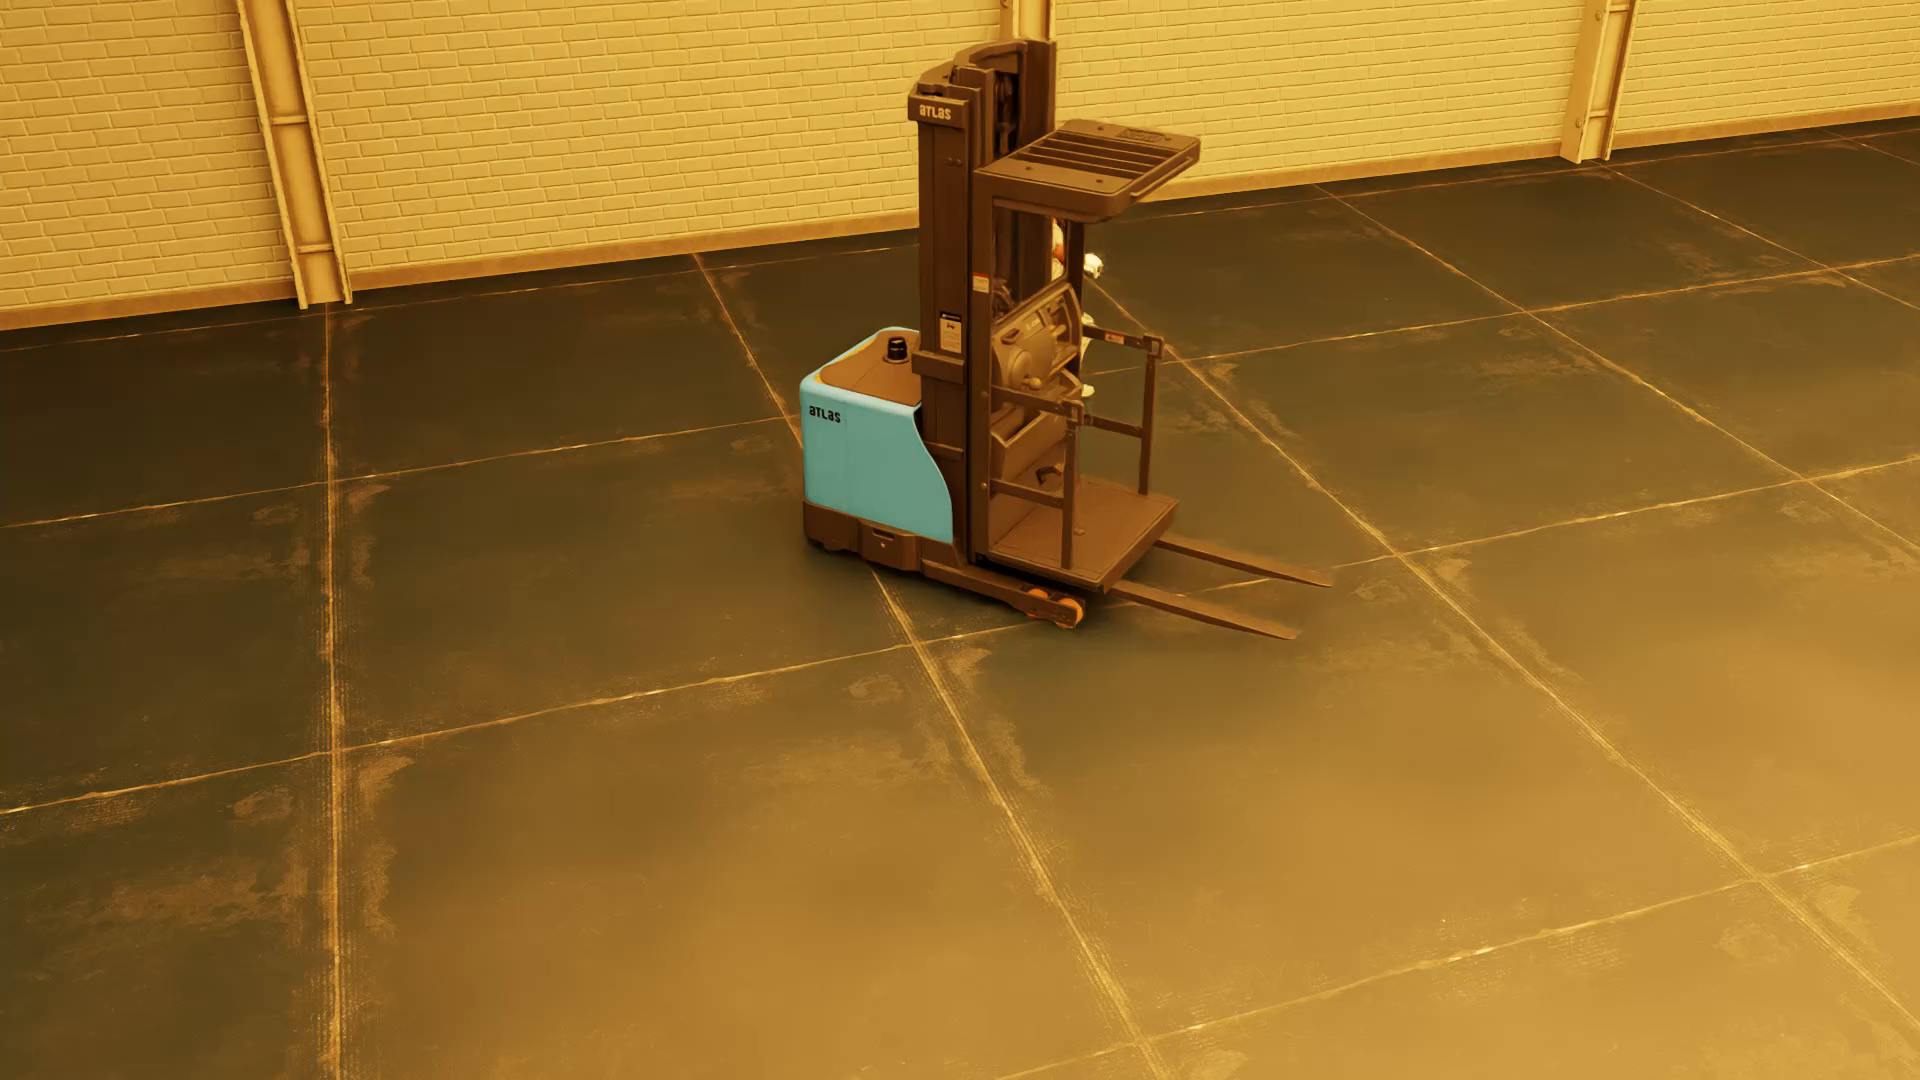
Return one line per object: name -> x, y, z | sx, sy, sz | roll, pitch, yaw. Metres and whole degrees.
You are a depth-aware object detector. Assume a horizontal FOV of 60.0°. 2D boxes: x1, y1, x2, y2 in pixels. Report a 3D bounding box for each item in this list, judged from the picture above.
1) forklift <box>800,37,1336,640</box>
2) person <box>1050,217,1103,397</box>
forklift -> 0.602, -1.084, 8.971 | 3.031, 2.935, 1.130 | 16, 34, 26
person -> 0.727, -1.739, 11.586 | 0.926, 1.514, 0.825 | -12, 32, -20
